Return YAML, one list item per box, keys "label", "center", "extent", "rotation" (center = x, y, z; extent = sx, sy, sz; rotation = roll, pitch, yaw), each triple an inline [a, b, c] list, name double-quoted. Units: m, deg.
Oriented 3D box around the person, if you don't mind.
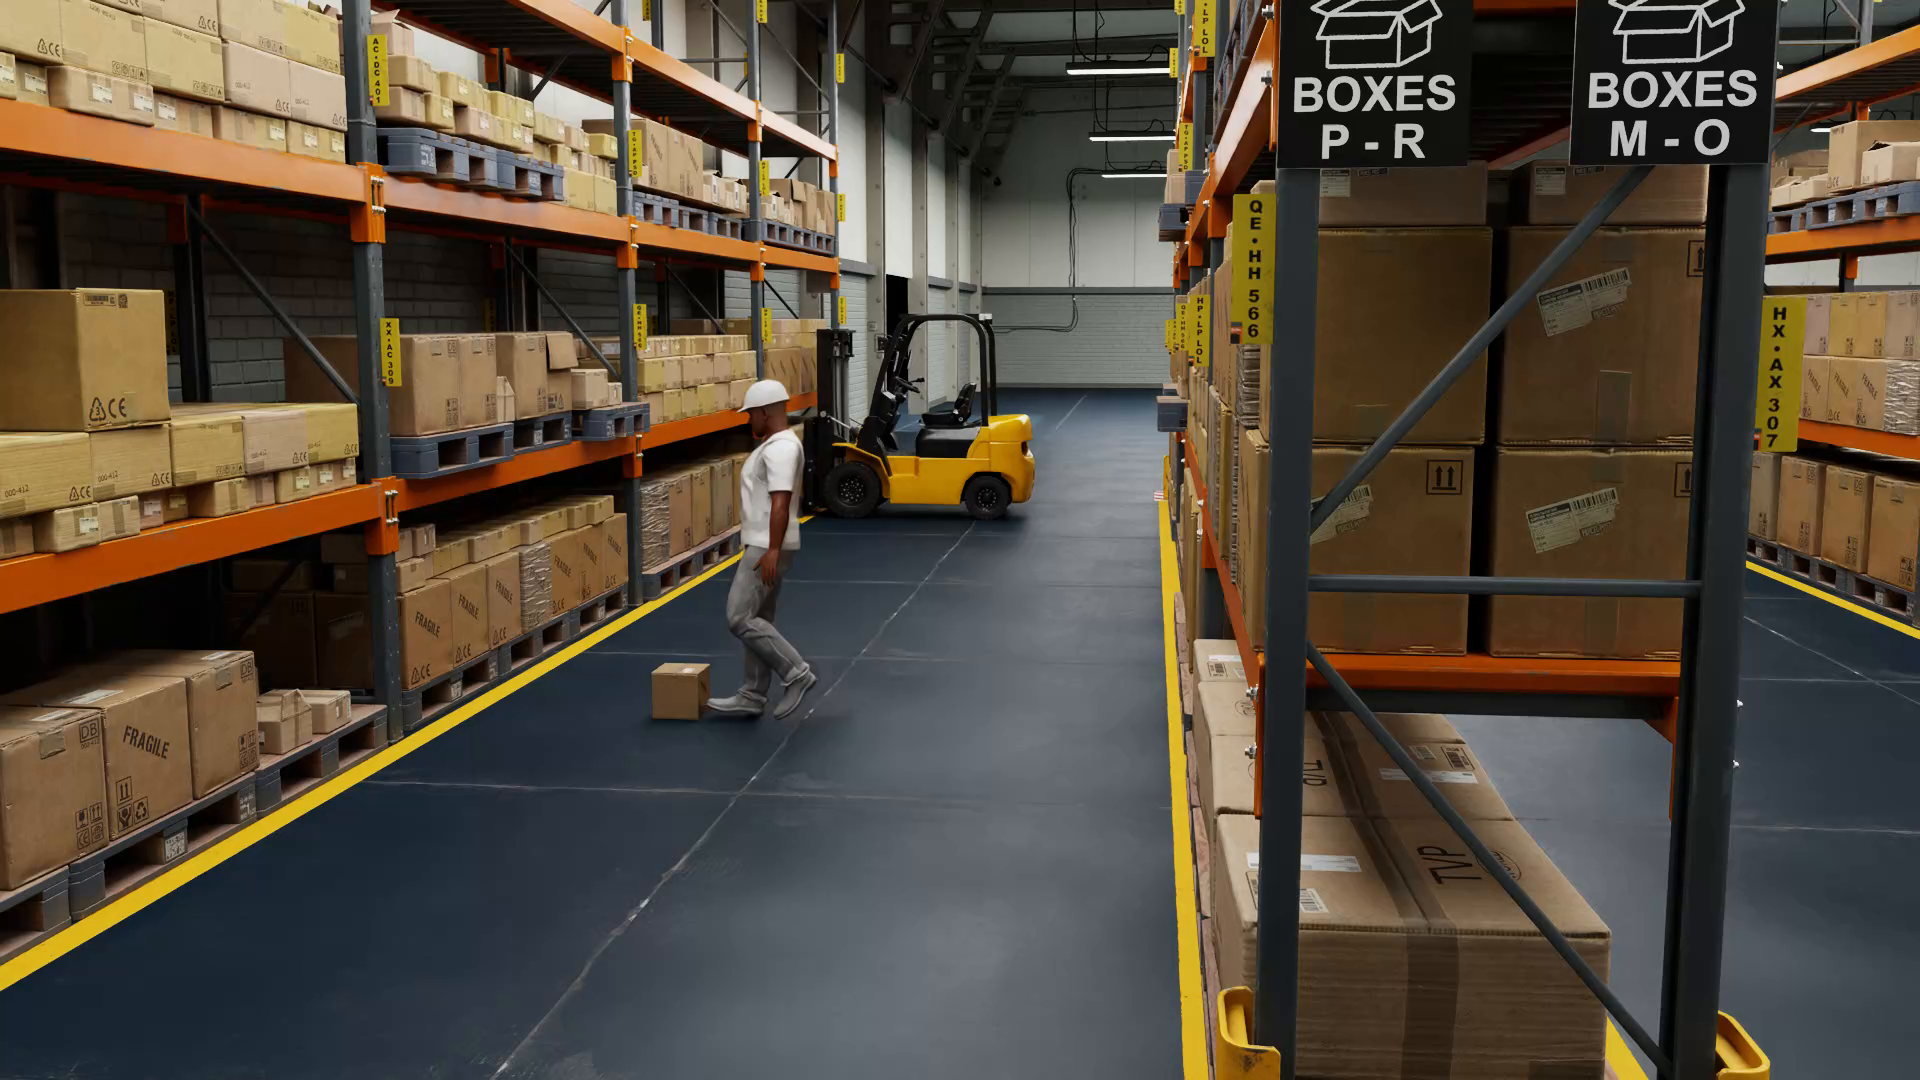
- label: "person"
  center: [-1.052, 0.050, 8.694]
  extent: [0.582, 1.766, 0.636]
  rotation: [-1, 8, -7]
